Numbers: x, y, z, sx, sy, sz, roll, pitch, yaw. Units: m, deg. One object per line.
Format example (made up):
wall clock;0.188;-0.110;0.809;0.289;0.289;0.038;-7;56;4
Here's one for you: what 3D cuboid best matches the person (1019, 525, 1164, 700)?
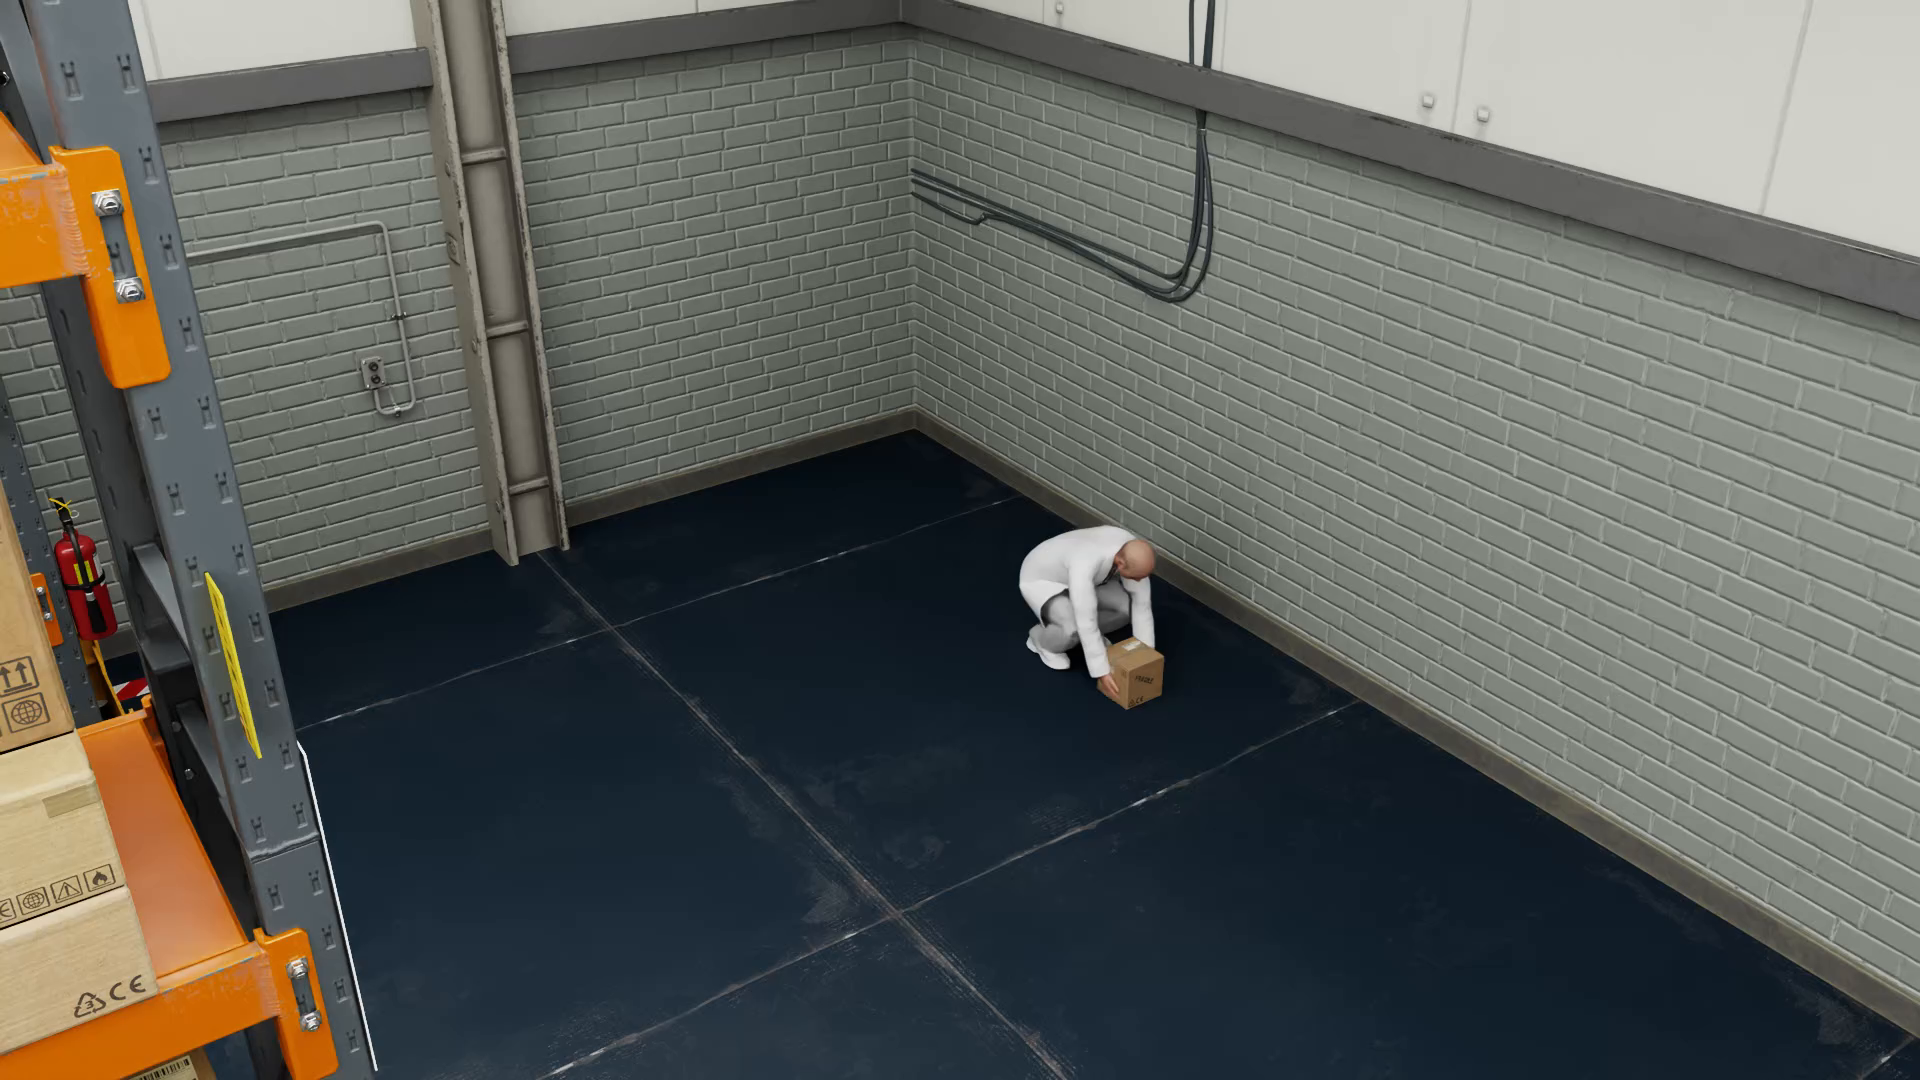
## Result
person;0.706;0.304;9.054;0.599;0.853;0.911;-18;33;-31
